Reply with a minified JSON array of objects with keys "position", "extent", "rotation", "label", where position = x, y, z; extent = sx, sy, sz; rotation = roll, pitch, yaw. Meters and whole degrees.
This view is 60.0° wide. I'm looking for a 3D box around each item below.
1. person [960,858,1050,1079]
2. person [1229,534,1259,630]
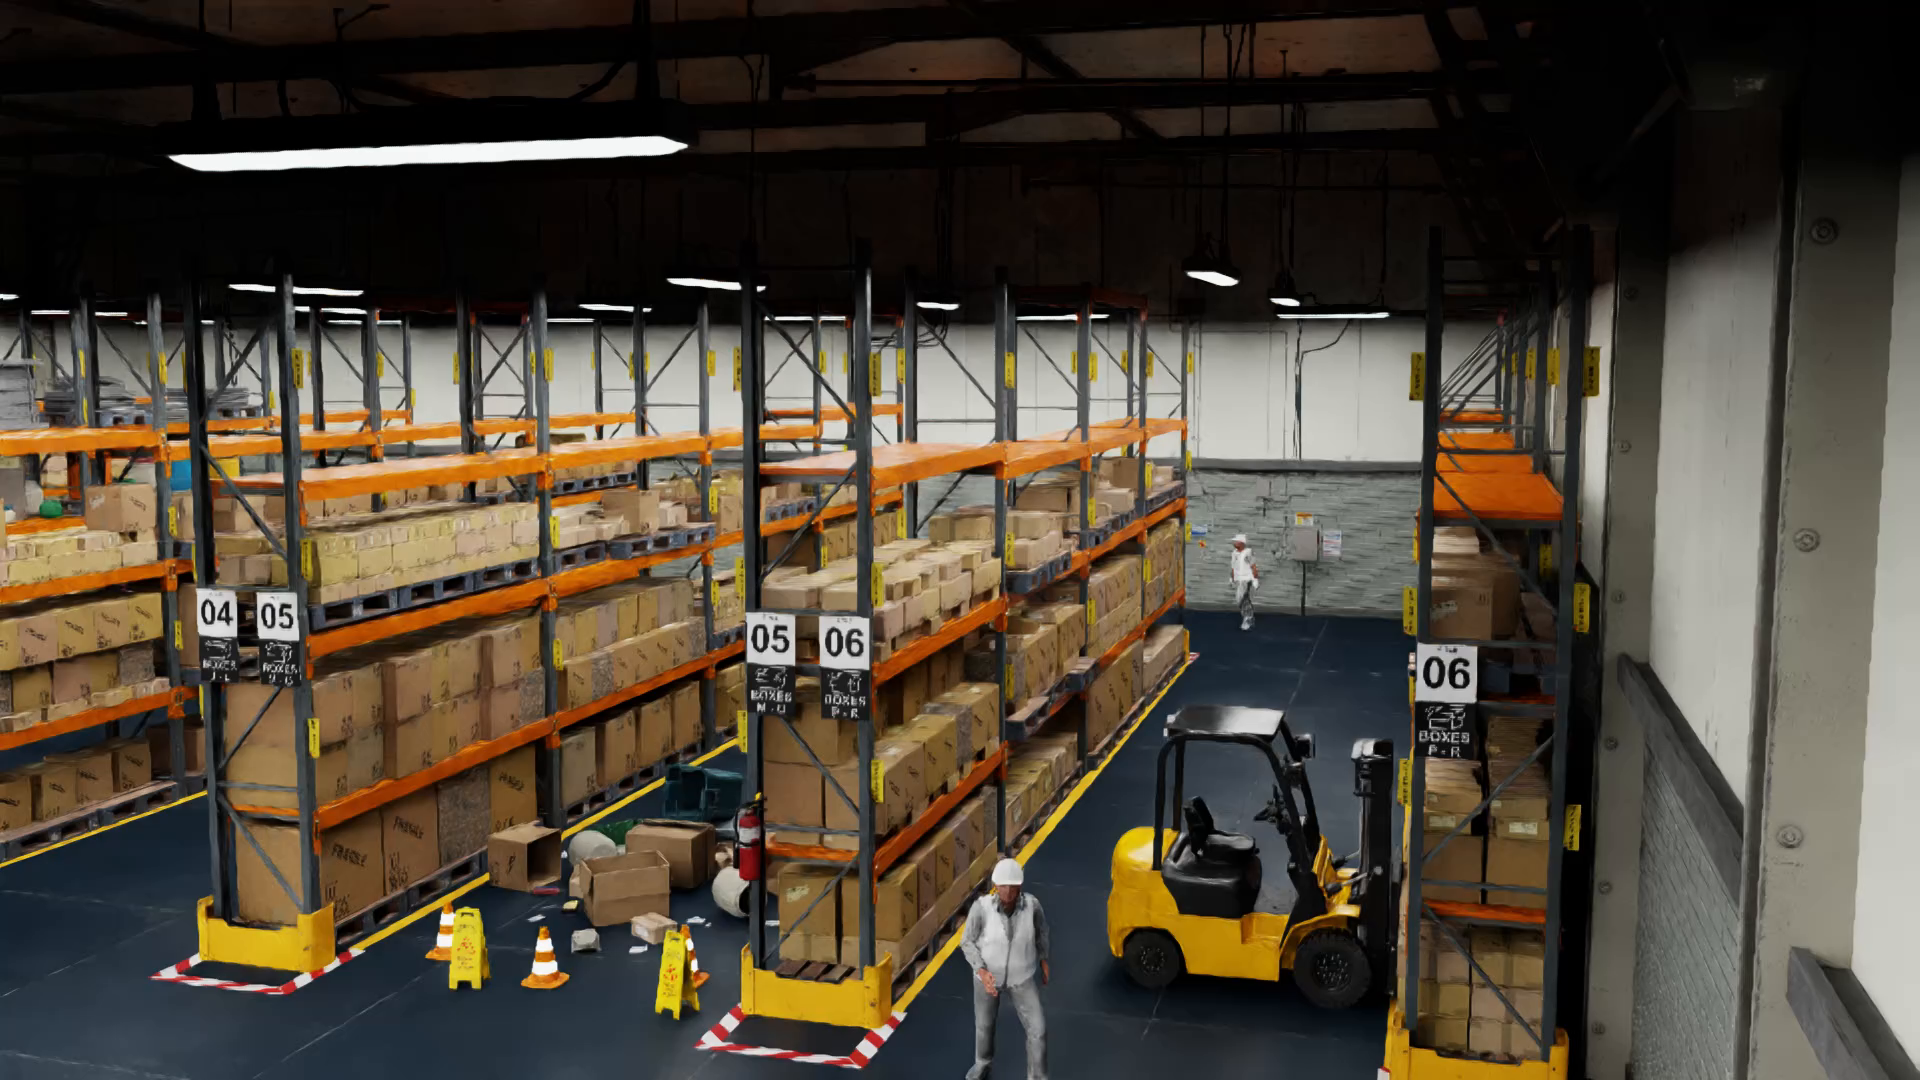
[{"position":[0.335,3.017,11.587],"extent":[0.684,1.714,0.795],"rotation":[0,6,-3],"label":"person"},{"position":[5.361,0.767,31.363],"extent":[0.482,1.777,0.649],"rotation":[-2,7,-21],"label":"person"}]
